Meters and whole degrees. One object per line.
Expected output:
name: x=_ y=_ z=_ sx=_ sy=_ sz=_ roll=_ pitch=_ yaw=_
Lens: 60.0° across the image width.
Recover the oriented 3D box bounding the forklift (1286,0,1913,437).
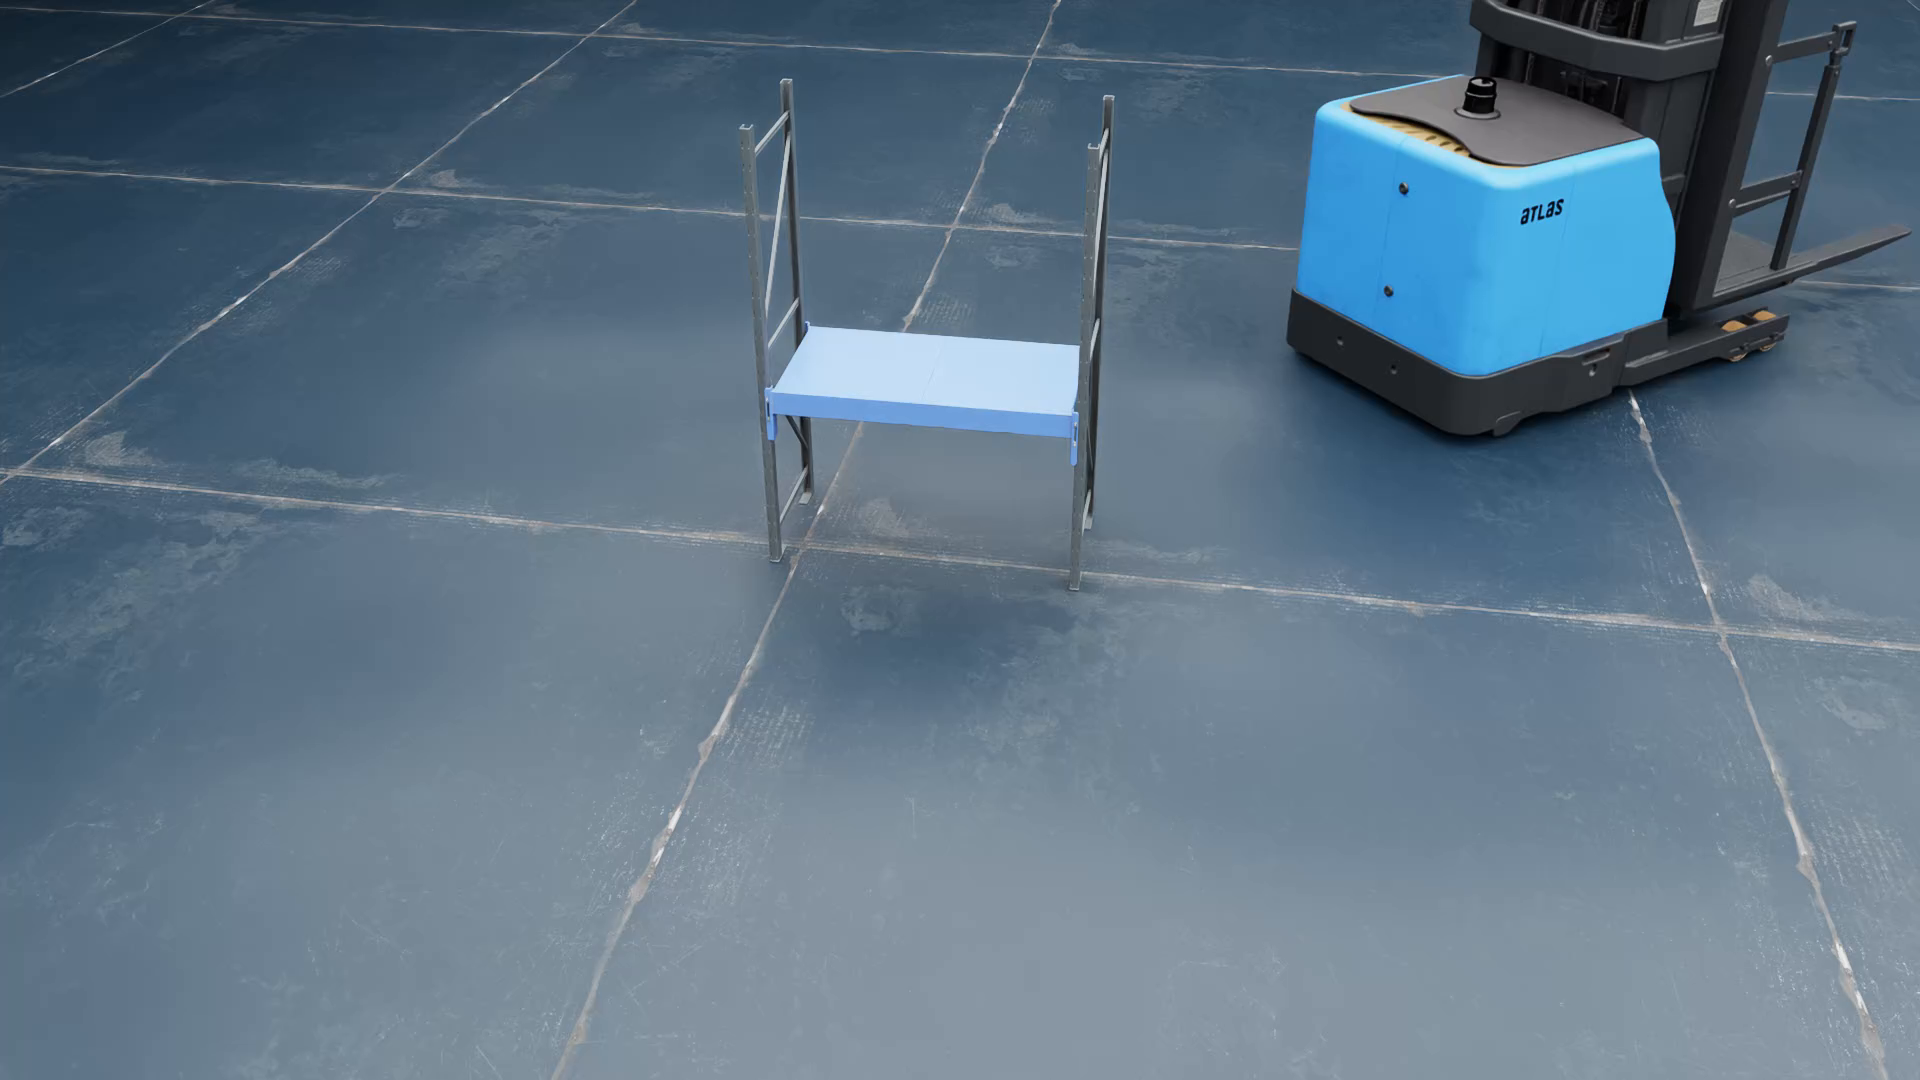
forklift: x=2.889 y=-2.207 z=6.514 sx=3.031 sy=2.935 sz=1.130 roll=-18 pitch=36 yaw=-26

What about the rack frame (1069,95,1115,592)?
rack frame: x=0.417 y=-0.598 z=5.292 sx=0.032 sy=1.500 sz=0.500 roll=5 pitch=32 yaw=8

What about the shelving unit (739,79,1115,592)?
shelving unit: x=-0.084 y=-0.643 z=5.364 sx=1.048 sy=1.500 sz=0.538 roll=5 pitch=32 yaw=8

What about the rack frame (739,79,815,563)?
rack frame: x=-0.585 y=-0.689 z=5.437 sx=0.032 sy=1.500 sz=0.500 roll=5 pitch=32 yaw=8

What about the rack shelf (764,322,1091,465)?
rack shelf: x=-0.084 y=-0.491 z=5.460 sx=1.000 sy=0.185 sz=0.538 roll=5 pitch=32 yaw=8
